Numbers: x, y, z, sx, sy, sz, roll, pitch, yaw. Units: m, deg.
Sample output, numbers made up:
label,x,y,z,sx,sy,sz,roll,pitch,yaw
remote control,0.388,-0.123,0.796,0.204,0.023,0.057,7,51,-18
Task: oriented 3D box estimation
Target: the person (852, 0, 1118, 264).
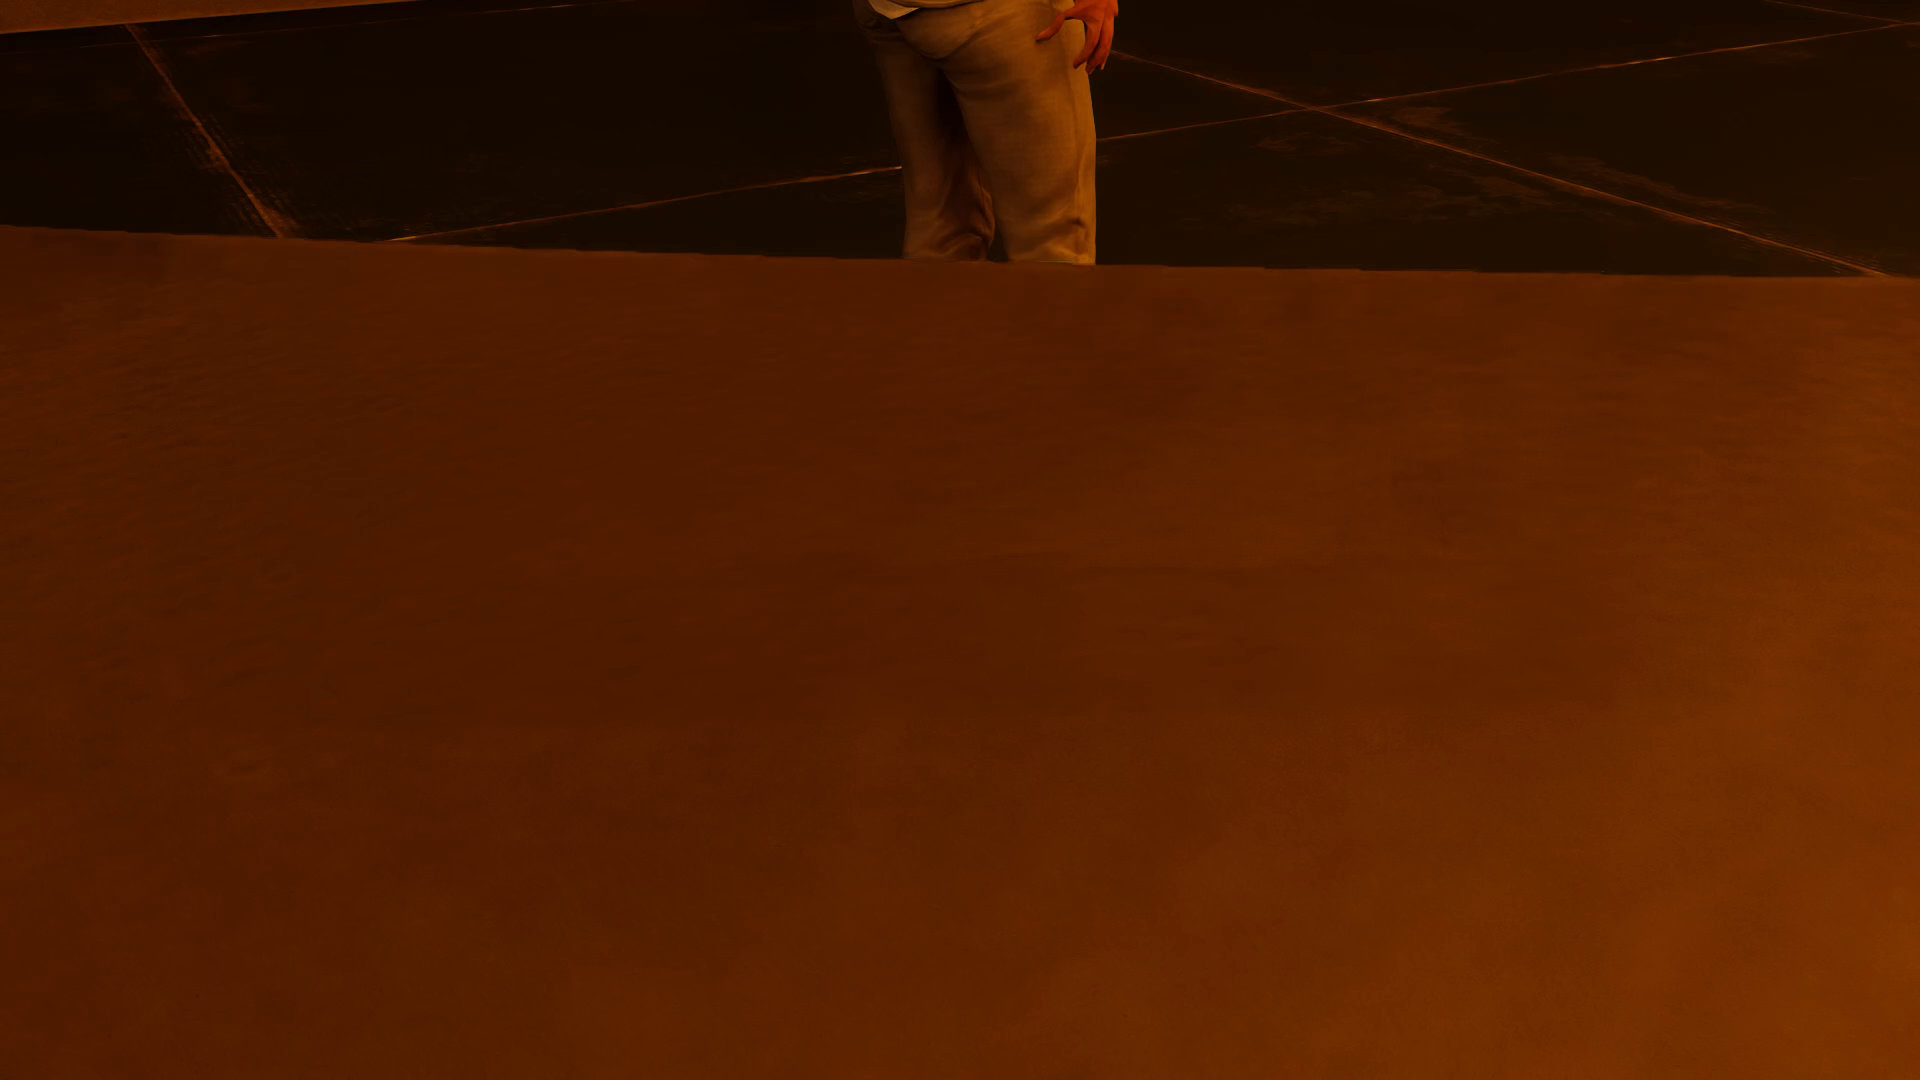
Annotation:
label,x,y,z,sx,sy,sz,roll,pitch,yaw
person,0.071,-0.730,2.157,0.475,1.597,0.520,-15,30,-26
